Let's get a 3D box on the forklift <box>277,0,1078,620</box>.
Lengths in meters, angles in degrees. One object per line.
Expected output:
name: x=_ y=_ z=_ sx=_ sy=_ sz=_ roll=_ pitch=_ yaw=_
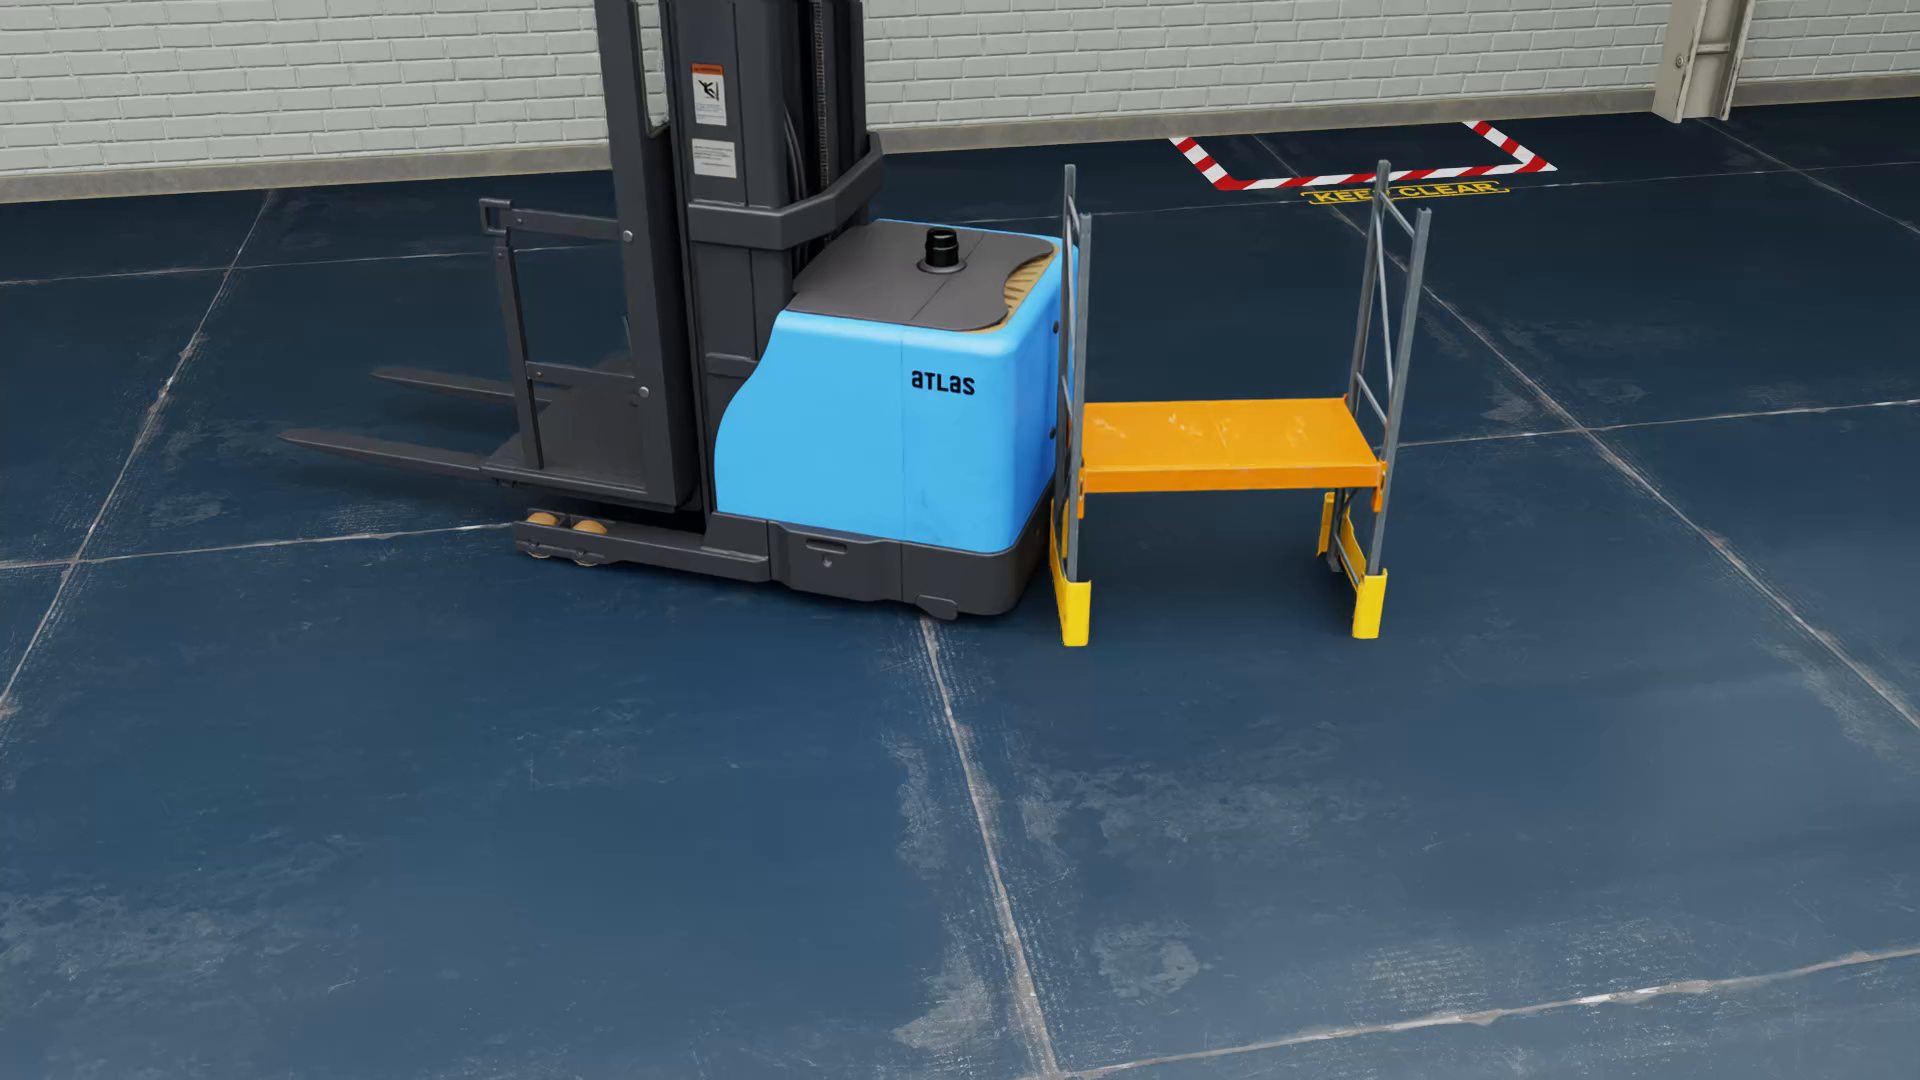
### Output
forklift: x=-1.128 y=-1.411 z=5.758 sx=3.031 sy=2.935 sz=1.130 roll=9 pitch=32 yaw=15

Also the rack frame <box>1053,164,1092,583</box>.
rack frame: x=0.363 y=-0.433 z=5.507 sx=0.032 sy=1.500 sz=0.500 roll=-1 pitch=30 yaw=-2

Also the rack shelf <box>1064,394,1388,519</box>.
rack shelf: x=0.871 y=-0.290 z=5.618 sx=1.000 sy=0.185 sz=0.538 roll=-1 pitch=30 yaw=-2

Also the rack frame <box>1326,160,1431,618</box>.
rack frame: x=1.379 y=-0.456 z=5.546 sx=0.032 sy=1.500 sz=0.500 roll=-1 pitch=30 yaw=-2

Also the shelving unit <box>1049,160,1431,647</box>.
shelving unit: x=0.880 y=-0.445 z=5.527 sx=1.083 sy=1.500 sz=0.587 roll=-1 pitch=30 yaw=-2

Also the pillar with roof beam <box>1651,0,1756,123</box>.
pillar with roof beam: x=5.620 y=-4.561 z=5.128 sx=0.400 sy=9.000 sz=9.100 roll=-5 pitch=31 yaw=-9

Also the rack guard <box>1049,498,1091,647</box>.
rack guard: x=0.382 y=0.105 z=5.825 sx=0.087 sy=0.250 sz=0.587 roll=-1 pitch=30 yaw=-2

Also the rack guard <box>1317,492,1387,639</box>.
rack guard: x=1.378 y=0.082 z=5.863 sx=0.087 sy=0.250 sz=0.587 roll=-1 pitch=30 yaw=-2
